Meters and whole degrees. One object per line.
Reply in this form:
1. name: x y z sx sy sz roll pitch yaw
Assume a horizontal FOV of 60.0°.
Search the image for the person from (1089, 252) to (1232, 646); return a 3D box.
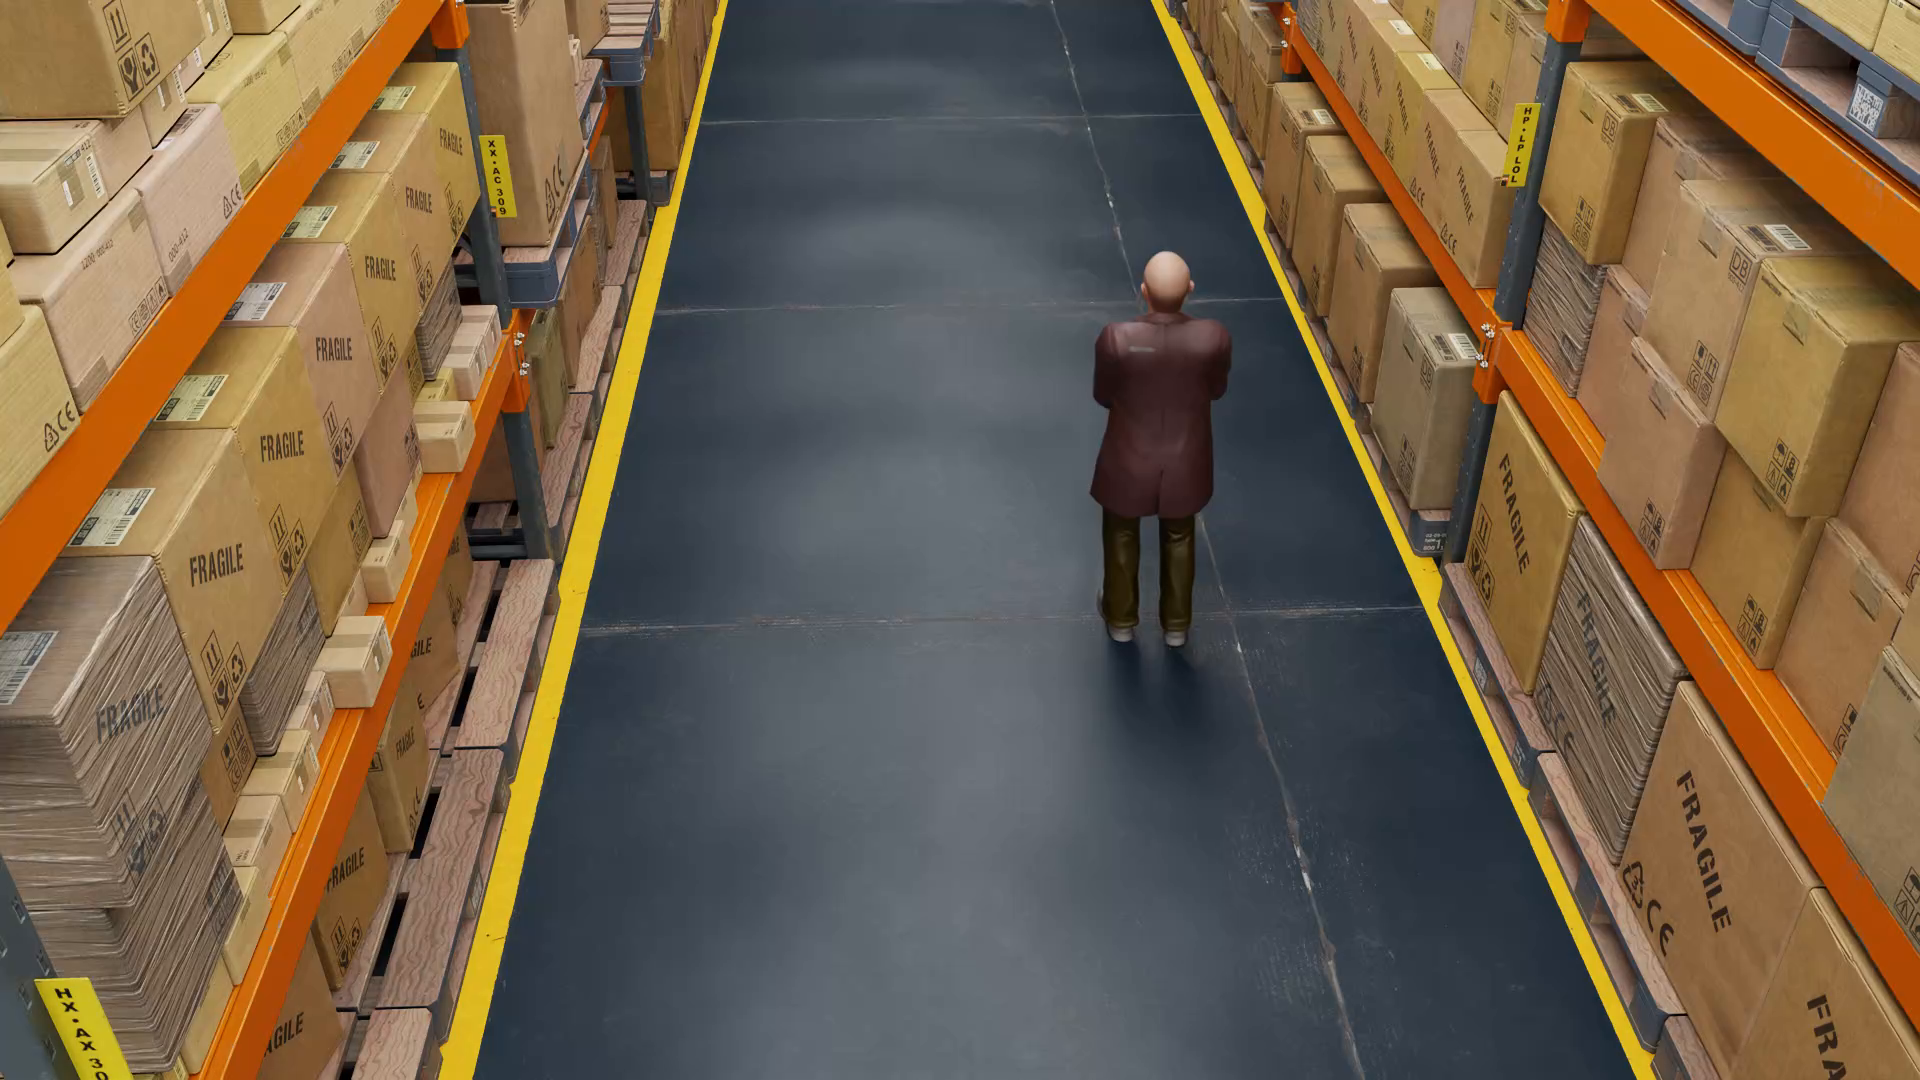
1. person: 0.775 -0.406 6.740 0.537 1.777 0.548 -2 35 -2
